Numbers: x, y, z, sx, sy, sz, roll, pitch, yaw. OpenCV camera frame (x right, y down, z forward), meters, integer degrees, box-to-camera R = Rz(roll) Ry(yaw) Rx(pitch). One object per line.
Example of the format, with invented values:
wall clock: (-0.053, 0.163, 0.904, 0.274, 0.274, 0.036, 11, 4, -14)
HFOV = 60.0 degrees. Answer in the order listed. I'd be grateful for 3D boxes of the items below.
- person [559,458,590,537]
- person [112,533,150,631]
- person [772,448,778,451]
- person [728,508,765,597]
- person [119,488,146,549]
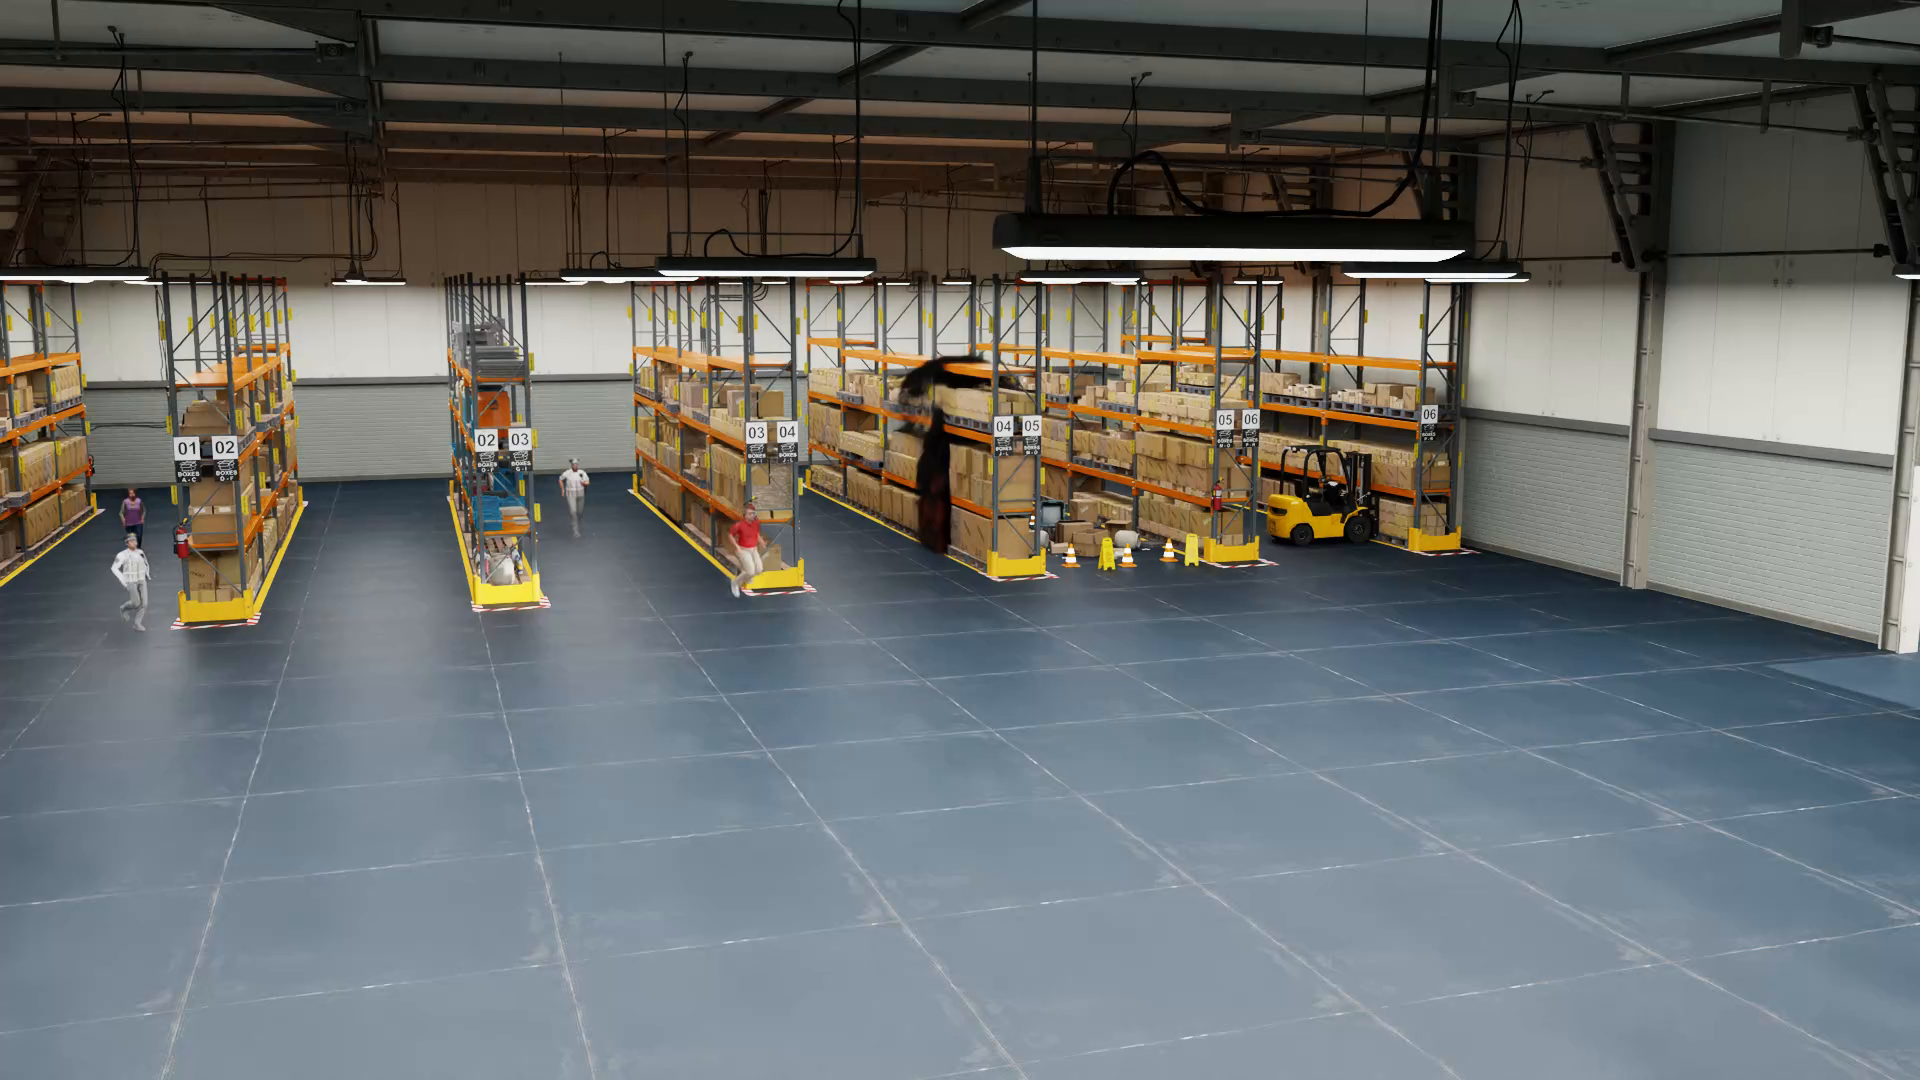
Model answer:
person: (-8.978, -1.026, 38.852, 0.656, 1.796, 0.954, -4, 10, -27)
person: (-13.953, 0.697, 28.077, 0.540, 1.660, 0.624, 6, 10, 33)
person: (-4.933, -2.025, 45.531, 0.630, 1.843, 0.736, -3, 9, -20)
person: (-3.911, 0.235, 30.846, 0.613, 1.666, 0.647, 7, 11, 38)
person: (-17.527, -0.341, 35.263, 0.522, 1.554, 0.598, -6, 10, -33)
